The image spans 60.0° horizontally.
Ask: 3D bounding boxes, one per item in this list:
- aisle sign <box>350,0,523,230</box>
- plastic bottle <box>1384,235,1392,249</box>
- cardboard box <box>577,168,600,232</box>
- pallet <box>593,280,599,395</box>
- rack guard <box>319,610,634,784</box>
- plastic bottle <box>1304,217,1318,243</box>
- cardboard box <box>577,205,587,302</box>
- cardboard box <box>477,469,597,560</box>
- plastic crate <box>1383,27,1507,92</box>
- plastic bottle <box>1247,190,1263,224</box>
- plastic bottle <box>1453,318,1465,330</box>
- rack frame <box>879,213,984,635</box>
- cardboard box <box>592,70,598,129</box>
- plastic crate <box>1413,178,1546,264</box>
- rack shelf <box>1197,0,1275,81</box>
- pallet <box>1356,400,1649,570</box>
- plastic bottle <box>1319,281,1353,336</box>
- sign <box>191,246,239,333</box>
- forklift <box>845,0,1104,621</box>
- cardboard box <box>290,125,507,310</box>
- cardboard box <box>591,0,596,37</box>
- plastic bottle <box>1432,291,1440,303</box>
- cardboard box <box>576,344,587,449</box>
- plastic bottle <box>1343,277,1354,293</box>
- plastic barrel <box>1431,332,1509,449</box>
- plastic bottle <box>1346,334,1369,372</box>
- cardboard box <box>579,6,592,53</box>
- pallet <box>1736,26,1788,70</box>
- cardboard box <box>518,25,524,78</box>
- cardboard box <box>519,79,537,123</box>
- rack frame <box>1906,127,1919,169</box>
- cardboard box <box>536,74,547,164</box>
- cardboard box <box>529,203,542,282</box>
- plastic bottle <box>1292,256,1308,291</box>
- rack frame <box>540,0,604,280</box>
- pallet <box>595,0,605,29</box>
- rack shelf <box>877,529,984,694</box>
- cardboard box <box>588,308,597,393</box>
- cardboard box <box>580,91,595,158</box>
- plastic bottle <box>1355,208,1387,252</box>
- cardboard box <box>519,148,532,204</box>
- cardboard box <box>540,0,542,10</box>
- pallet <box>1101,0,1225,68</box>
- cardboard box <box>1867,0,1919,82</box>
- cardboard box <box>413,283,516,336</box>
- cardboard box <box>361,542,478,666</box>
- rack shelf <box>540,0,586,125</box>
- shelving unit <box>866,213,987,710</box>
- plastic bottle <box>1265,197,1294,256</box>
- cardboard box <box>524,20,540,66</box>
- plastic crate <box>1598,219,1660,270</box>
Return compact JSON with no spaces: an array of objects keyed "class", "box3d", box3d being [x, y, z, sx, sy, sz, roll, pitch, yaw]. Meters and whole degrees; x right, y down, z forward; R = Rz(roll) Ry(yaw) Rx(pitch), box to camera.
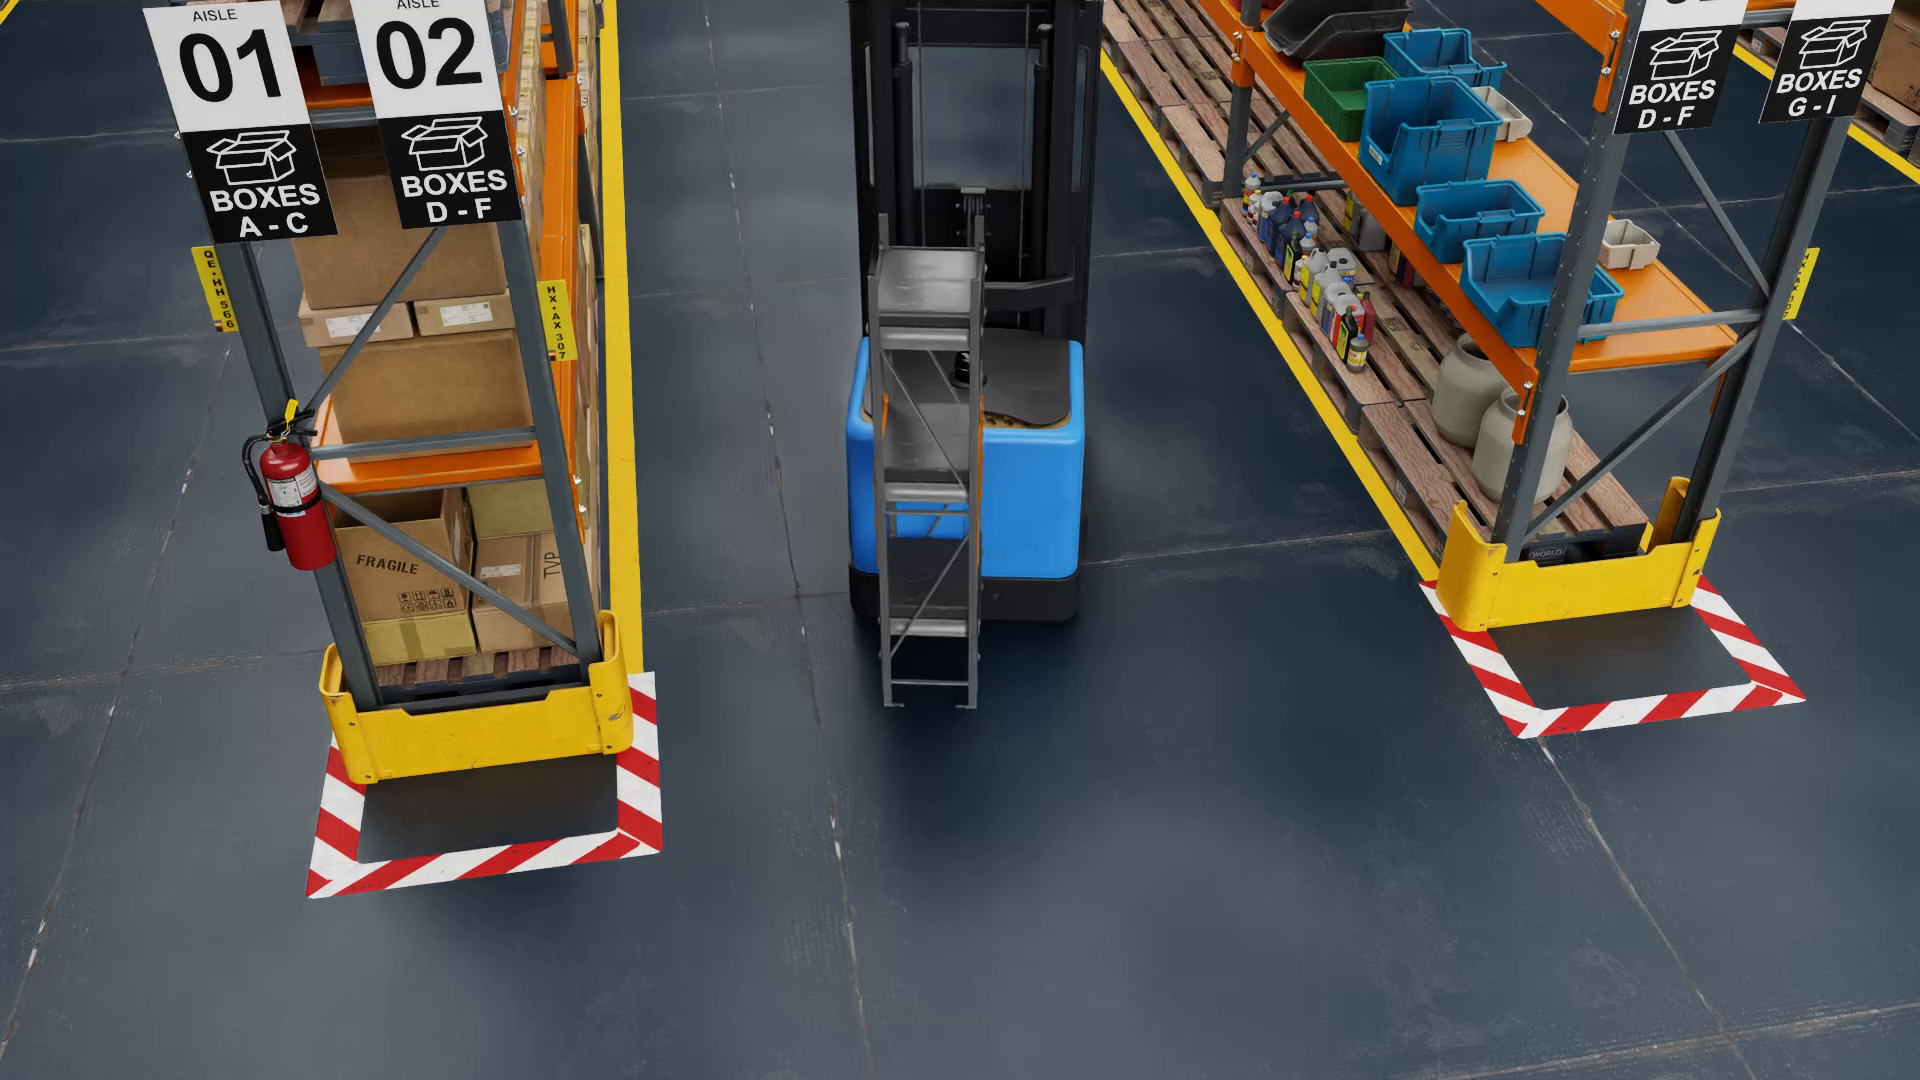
[{"class":"aisle sign","box3d":[-1.673,-1.372,5.352,0.394,0.787,0.004,-6,38,-8]},{"class":"plastic bottle","box3d":[2.621,-1.952,10.019,0.144,0.351,0.185,-8,39,-10]},{"class":"cardboard box","box3d":[-2.514,-2.118,10.331,0.500,0.250,0.500,-7,38,-9]},{"class":"pallet","box3d":[-2.589,-1.182,9.499,1.003,0.211,1.213,-6,38,-8]},{"class":"rack guard","box3d":[-1.981,0.649,6.906,1.175,0.500,0.348,-6,38,-8]},{"class":"plastic bottle","box3d":[2.068,-1.788,9.872,0.097,0.271,0.097,0,38,0]},{"class":"cardboard box","box3d":[-2.314,-1.584,9.032,0.500,0.500,0.500,-6,38,-8]},{"class":"cardboard box","box3d":[-1.952,-0.082,7.709,0.500,0.250,0.500,-6,38,-8]},{"class":"plastic crate","box3d":[2.652,-2.601,9.174,0.499,0.251,0.616,-6,38,-8]},{"class":"plastic bottle","box3d":[1.832,-2.066,10.287,0.097,0.201,0.097,0,38,0]},{"class":"plastic bottle","box3d":[2.820,-1.315,9.262,0.097,0.271,0.097,0,38,0]},{"class":"rack frame","box3d":[-0.109,-0.403,6.958,0.400,2.100,0.015,1,38,2]},{"class":"cardboard box","box3d":[-2.784,-3.047,11.526,0.500,0.250,0.500,-6,38,-7]},{"class":"plastic crate","box3d":[2.401,-1.487,7.740,0.499,0.251,0.408,-6,38,-8]},{"class":"rack shelf","box3d":[1.840,-4.223,11.727,1.077,0.370,4.000,-6,38,-8]},{"class":"pallet","box3d":[2.695,-0.314,8.382,1.003,0.211,1.213,-6,38,-8]},{"class":"plastic bottle","box3d":[2.096,-1.282,9.217,0.152,0.276,0.135,-7,38,-9]},{"class":"sign","box3d":[-2.522,-0.853,5.666,0.100,0.325,0.005,-6,38,-8]},{"class":"forklift","box3d":[0.080,-1.670,7.910,1.130,2.935,3.031,1,38,2]},{"class":"cardboard box","box3d":[-2.064,-1.219,6.135,0.700,0.500,0.500,-6,38,-8]},{"class":"cardboard box","box3d":[-3.056,-3.973,12.717,0.500,0.250,0.500,-5,38,-7]},{"class":"plastic bottle","box3d":[2.767,-1.497,9.498,0.097,0.271,0.097,0,38,0]},{"class":"cardboard box","box3d":[-2.051,-0.679,7.866,0.500,0.500,0.500,-6,38,-8]},{"class":"plastic bottle","box3d":[2.175,-1.391,9.418,0.097,0.201,0.097,0,38,0]},{"class":"plastic barrel","box3d":[2.613,-0.758,8.366,0.421,0.512,0.421,0,38,0]},{"class":"plastic bottle","box3d":[2.138,-1.013,8.932,0.097,0.201,0.097,0,38,0]},{"class":"cardboard box","box3d":[-2.871,-3.577,11.752,0.500,0.311,0.500,-6,38,-8]},{"class":"pallet","box3d":[6.711,-3.939,13.048,1.003,0.211,1.213,-6,38,-8]},{"class":"cardboard box","box3d":[-2.426,-2.445,7.713,0.700,0.500,0.500,-6,38,-8]},{"class":"cardboard box","box3d":[-2.158,-1.995,7.663,0.380,0.149,0.250,-5,38,-6]},{"class":"rack frame","box3d":[7.067,-3.831,10.637,1.000,3.000,0.127,-6,38,-8]},{"class":"cardboard box","box3d":[-2.504,-2.222,8.484,0.700,0.500,0.500,-7,38,-8]},{"class":"cardboard box","box3d":[-2.233,-1.292,7.287,0.700,0.500,0.500,-6,38,-8]},{"class":"plastic bottle","box3d":[1.983,-1.548,9.619,0.097,0.201,0.097,0,38,0]},{"class":"rack frame","box3d":[-2.687,-2.768,9.268,1.000,3.000,0.127,-6,38,-8]},{"class":"pallet","box3d":[-3.482,-4.538,13.819,1.003,0.211,1.213,-6,38,-8]},{"class":"rack shelf","box3d":[-0.120,0.310,7.203,0.431,0.518,0.480,1,38,2]},{"class":"cardboard box","box3d":[-2.210,-0.988,8.876,0.500,0.250,0.500,-6,38,-8]},{"class":"cardboard box","box3d":[-2.597,-2.649,10.556,0.500,0.311,0.500,-7,38,-8]},{"class":"plastic bottle","box3d":[2.479,-1.892,10.002,0.152,0.276,0.135,-6,38,-8]},{"class":"cardboard box","box3d":[-2.025,-1.531,7.066,0.380,0.149,0.250,-7,38,-9]},{"class":"cardboard box","box3d":[-2.428,-2.923,8.857,0.380,0.149,0.250,-6,38,-8]},{"class":"pallet","box3d":[1.587,-4.141,13.309,1.003,0.211,1.213,-6,38,-8]},{"class":"cardboard box","box3d":[6.915,-3.681,12.122,0.700,0.500,0.500,-6,38,-8]},{"class":"cardboard box","box3d":[-1.843,-0.908,6.263,0.380,0.149,0.250,-6,38,-8]},{"class":"cardboard box","box3d":[-2.371,0.276,7.249,0.500,0.250,0.500,-6,38,-8]},{"class":"rack shelf","box3d":[-3.038,-3.692,11.044,1.077,0.370,4.000,-6,38,-8]},{"class":"shelving unit","box3d":[-0.120,-0.254,6.765,0.431,2.100,0.503,1,38,2]},{"class":"plastic bottle","box3d":[1.923,-1.894,9.944,0.144,0.351,0.185,-5,38,-7]},{"class":"cardboard box","box3d":[-2.292,-2.457,8.257,0.380,0.149,0.250,-6,38,-8]},{"class":"plastic crate","box3d":[3.051,-1.354,7.662,0.298,0.136,0.250,-6,38,-8]}]
